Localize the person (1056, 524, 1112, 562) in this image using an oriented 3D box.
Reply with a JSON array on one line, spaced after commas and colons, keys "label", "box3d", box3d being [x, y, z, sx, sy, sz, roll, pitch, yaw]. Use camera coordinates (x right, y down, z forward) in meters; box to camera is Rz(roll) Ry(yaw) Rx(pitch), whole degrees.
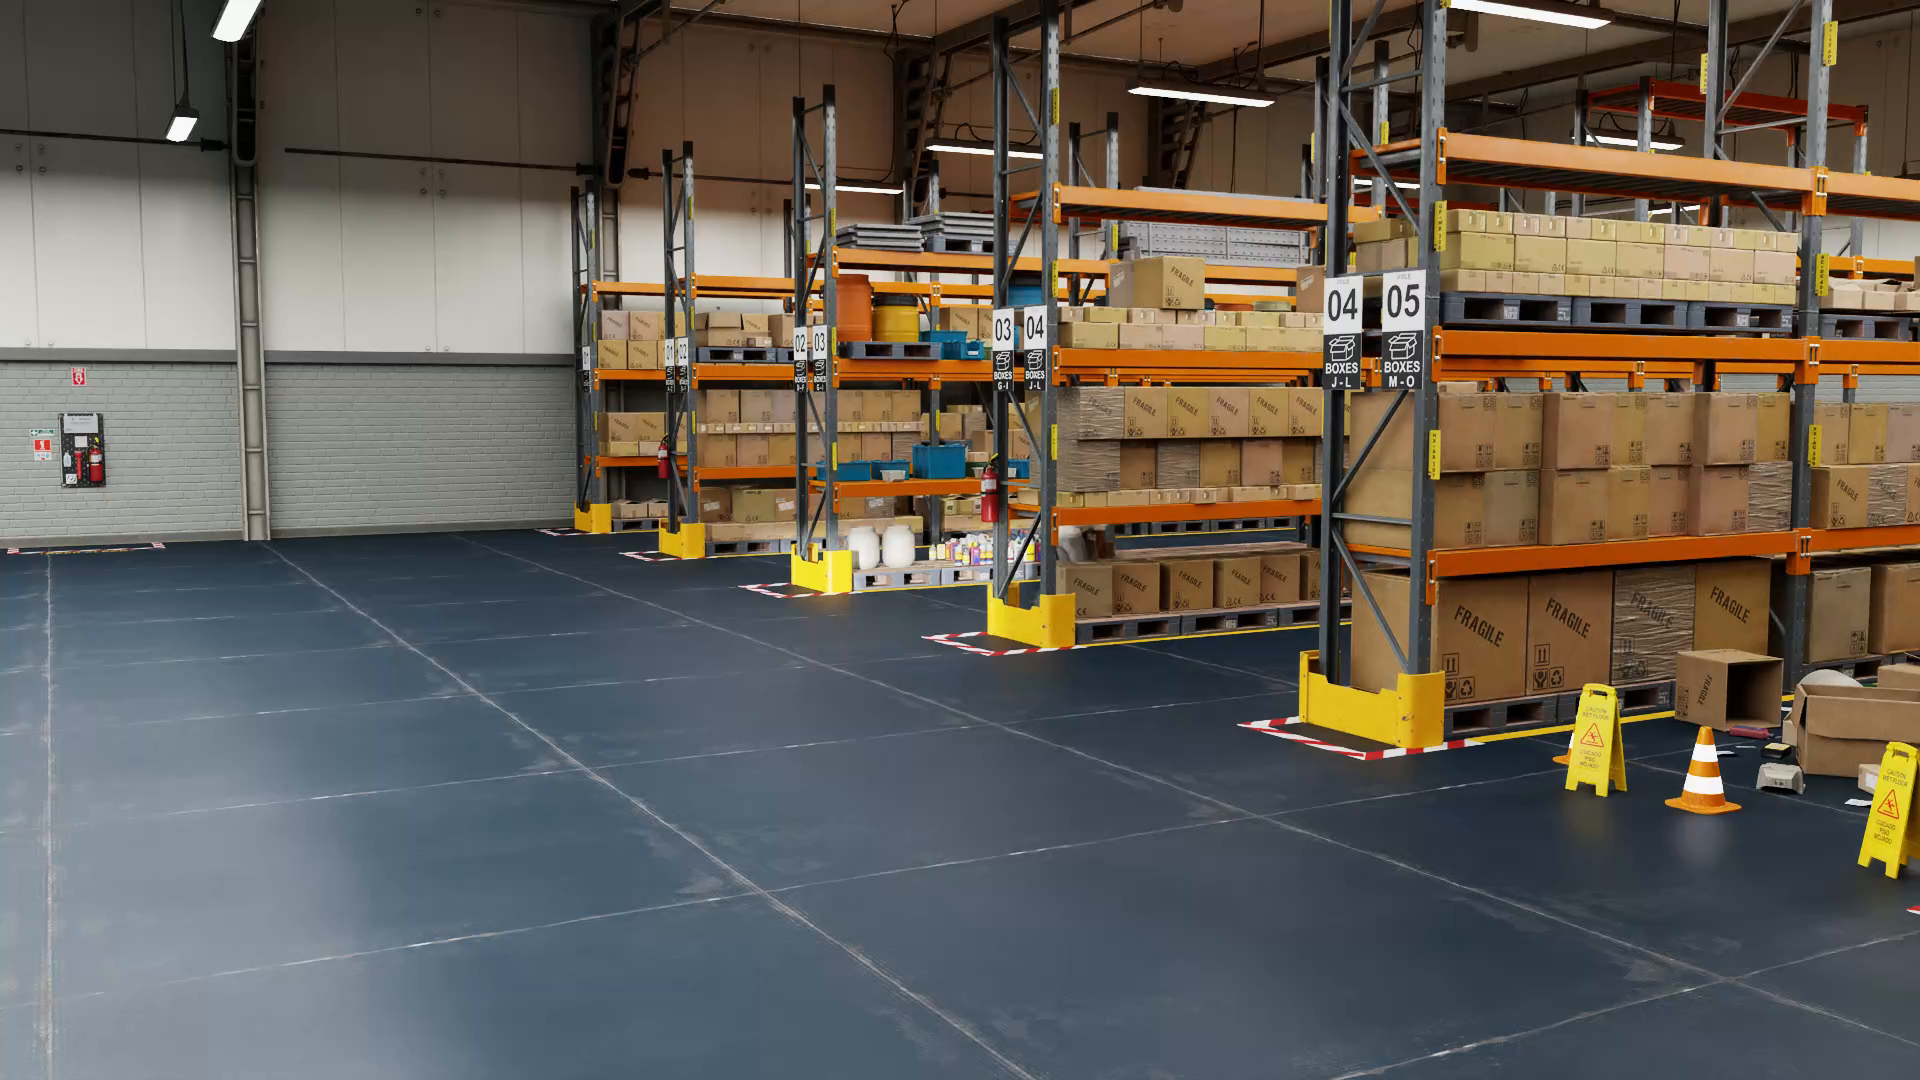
[{"label": "person", "box3d": [1.359, 0.067, 17.924, 0.842, 1.490, 0.475, -2, 6, -26]}]
